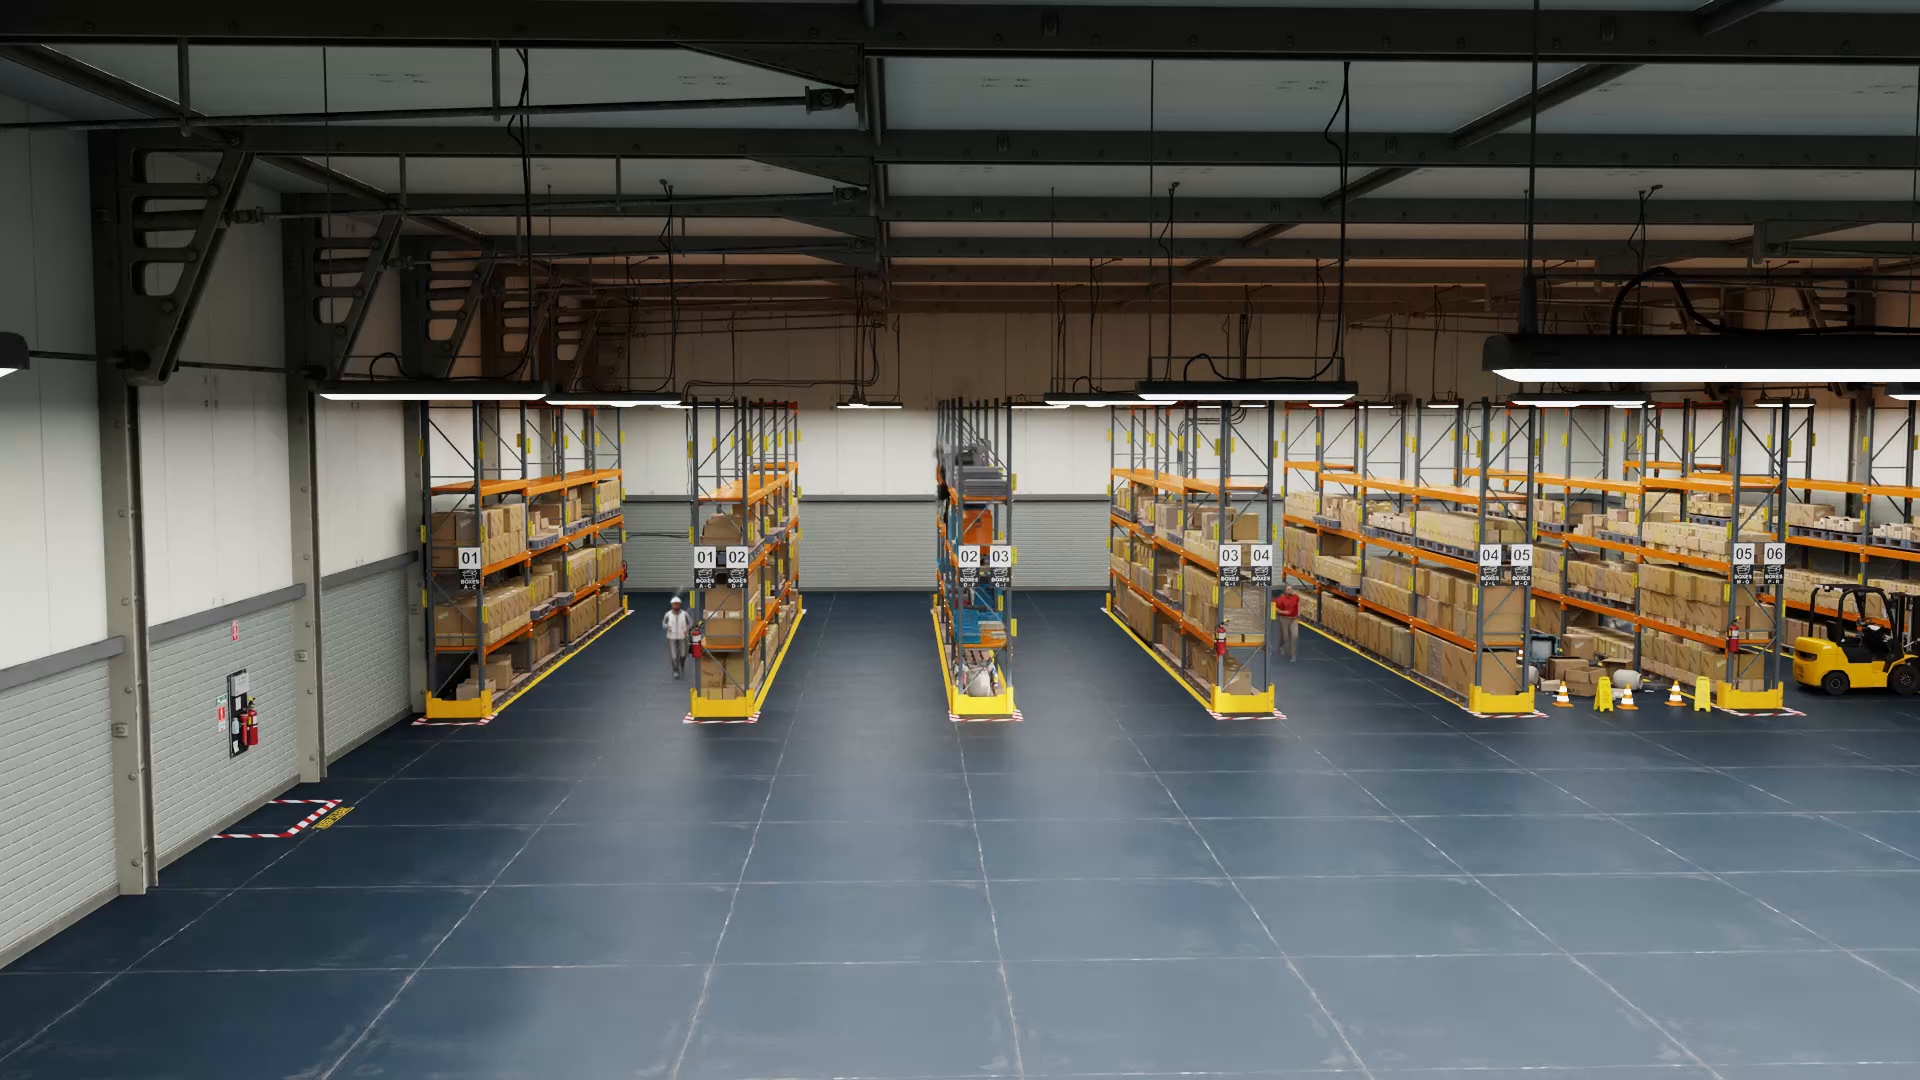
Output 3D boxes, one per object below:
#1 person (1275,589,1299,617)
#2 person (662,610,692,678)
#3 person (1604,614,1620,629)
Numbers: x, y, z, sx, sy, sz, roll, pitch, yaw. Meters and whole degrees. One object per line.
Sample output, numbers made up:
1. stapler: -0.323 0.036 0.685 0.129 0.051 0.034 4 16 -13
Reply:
1. person: 7.573 1.448 38.391 0.659 0.685 0.429 -1 4 -11
2. person: -6.054 2.220 35.623 0.647 1.485 0.522 -1 4 -10
3. person: 16.566 1.562 42.152 0.544 1.691 0.593 -1 4 -8
